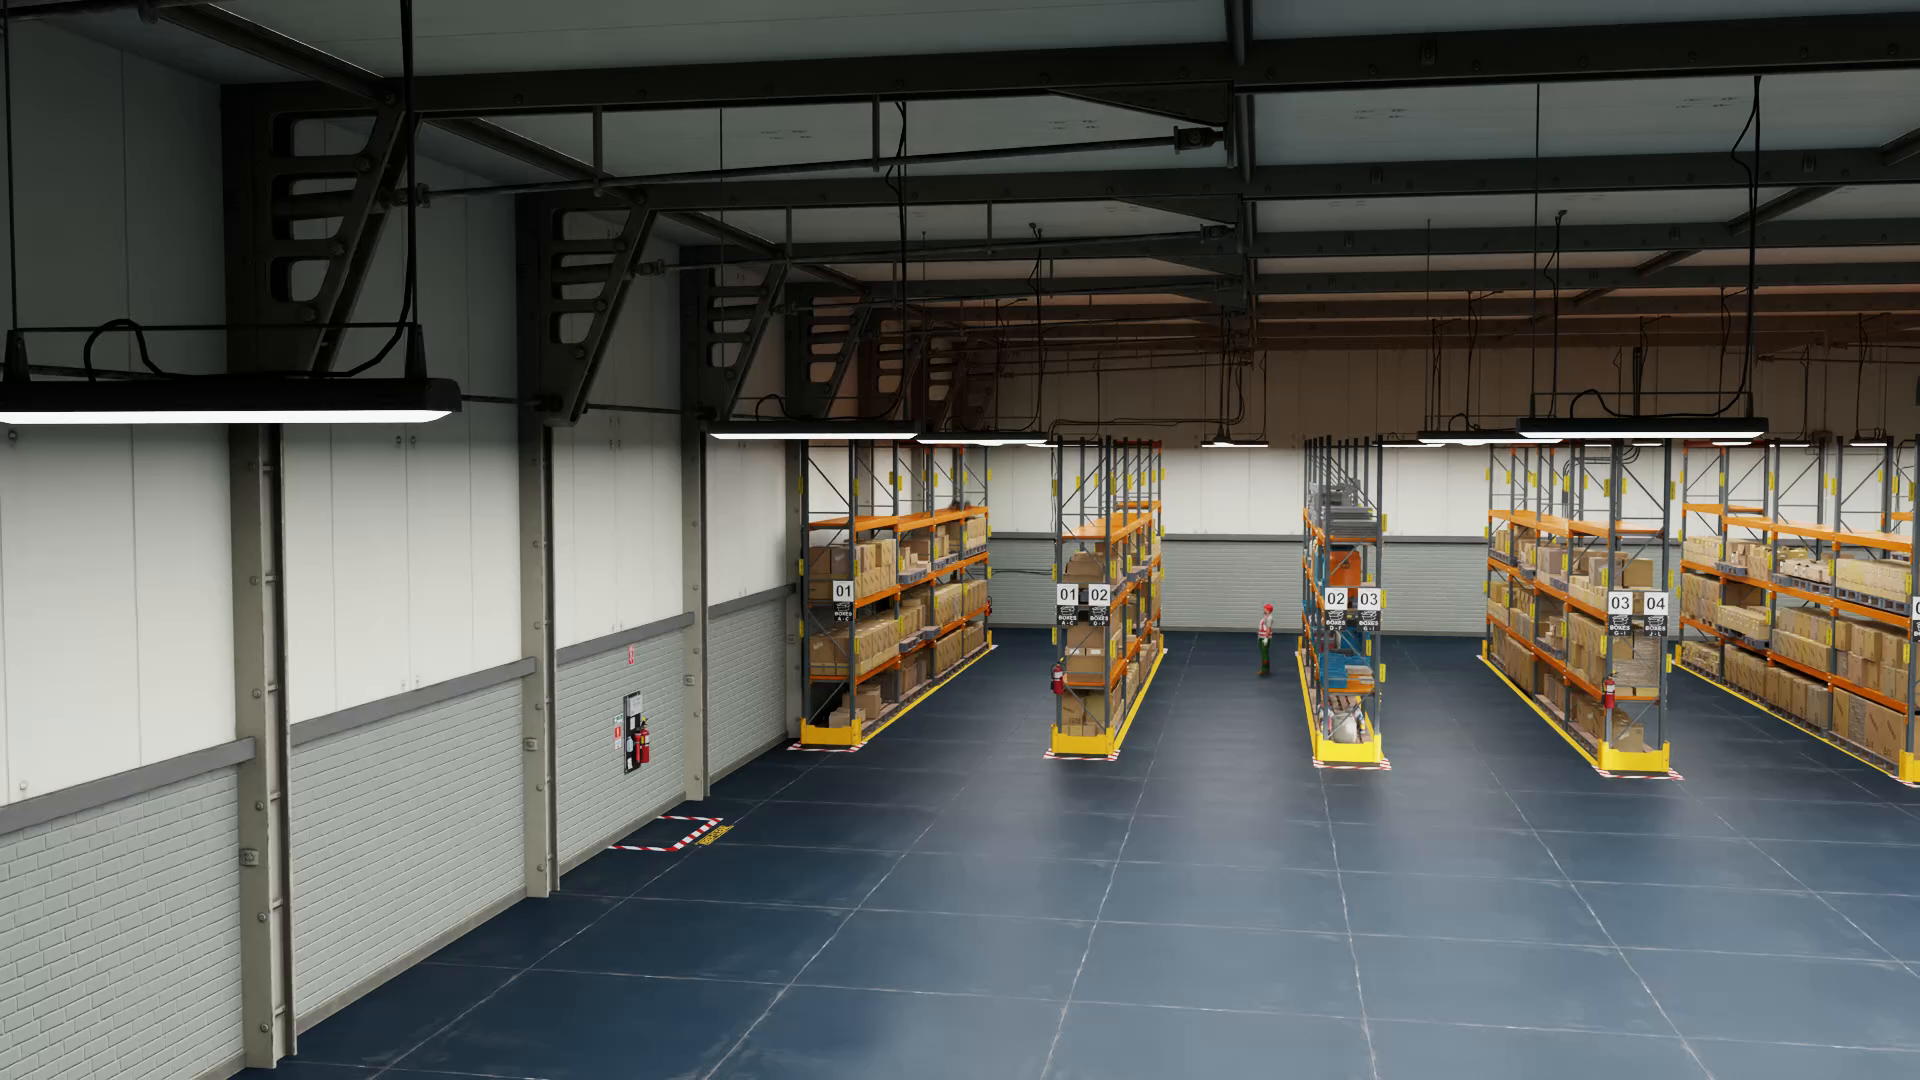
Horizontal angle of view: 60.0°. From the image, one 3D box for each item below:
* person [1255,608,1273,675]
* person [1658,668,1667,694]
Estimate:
[{"bbox_3d":[7.777,2.562,42.624,0.563,1.744,0.527,-1,3,-19],"label":"person"},{"bbox_3d":[16.189,2.755,38.569,0.397,1.819,0.575,-1,3,-14],"label":"person"}]
